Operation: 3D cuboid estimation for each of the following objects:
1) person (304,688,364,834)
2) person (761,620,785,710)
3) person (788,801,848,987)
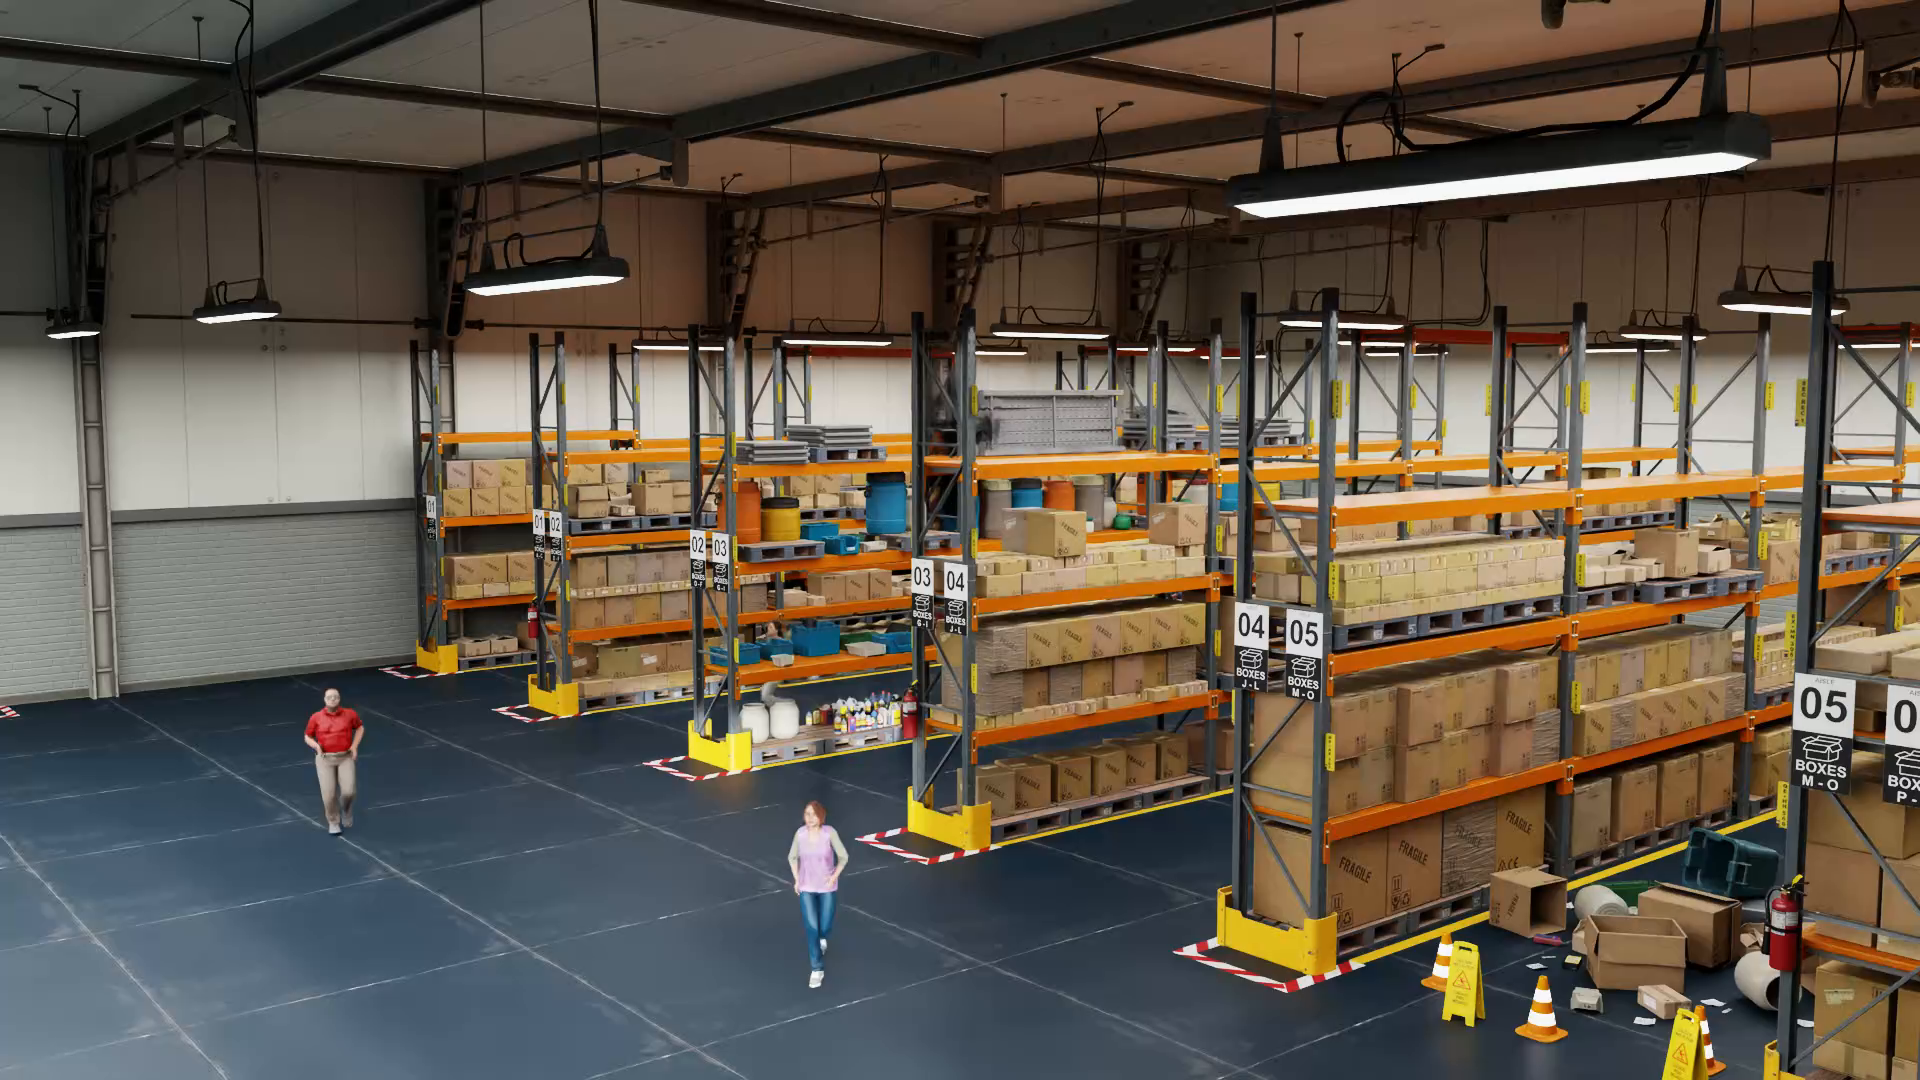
[{"bbox_3d":[-7.185,2.550,19.145,0.653,1.679,0.583,-2,6,-23],"label":"person"},{"bbox_3d":[-2.856,2.023,25.042,0.558,1.628,0.553,-5,7,-40],"label":"person"},{"bbox_3d":[-1.246,3.051,14.553,0.533,1.582,0.624,0,5,2],"label":"person"}]
